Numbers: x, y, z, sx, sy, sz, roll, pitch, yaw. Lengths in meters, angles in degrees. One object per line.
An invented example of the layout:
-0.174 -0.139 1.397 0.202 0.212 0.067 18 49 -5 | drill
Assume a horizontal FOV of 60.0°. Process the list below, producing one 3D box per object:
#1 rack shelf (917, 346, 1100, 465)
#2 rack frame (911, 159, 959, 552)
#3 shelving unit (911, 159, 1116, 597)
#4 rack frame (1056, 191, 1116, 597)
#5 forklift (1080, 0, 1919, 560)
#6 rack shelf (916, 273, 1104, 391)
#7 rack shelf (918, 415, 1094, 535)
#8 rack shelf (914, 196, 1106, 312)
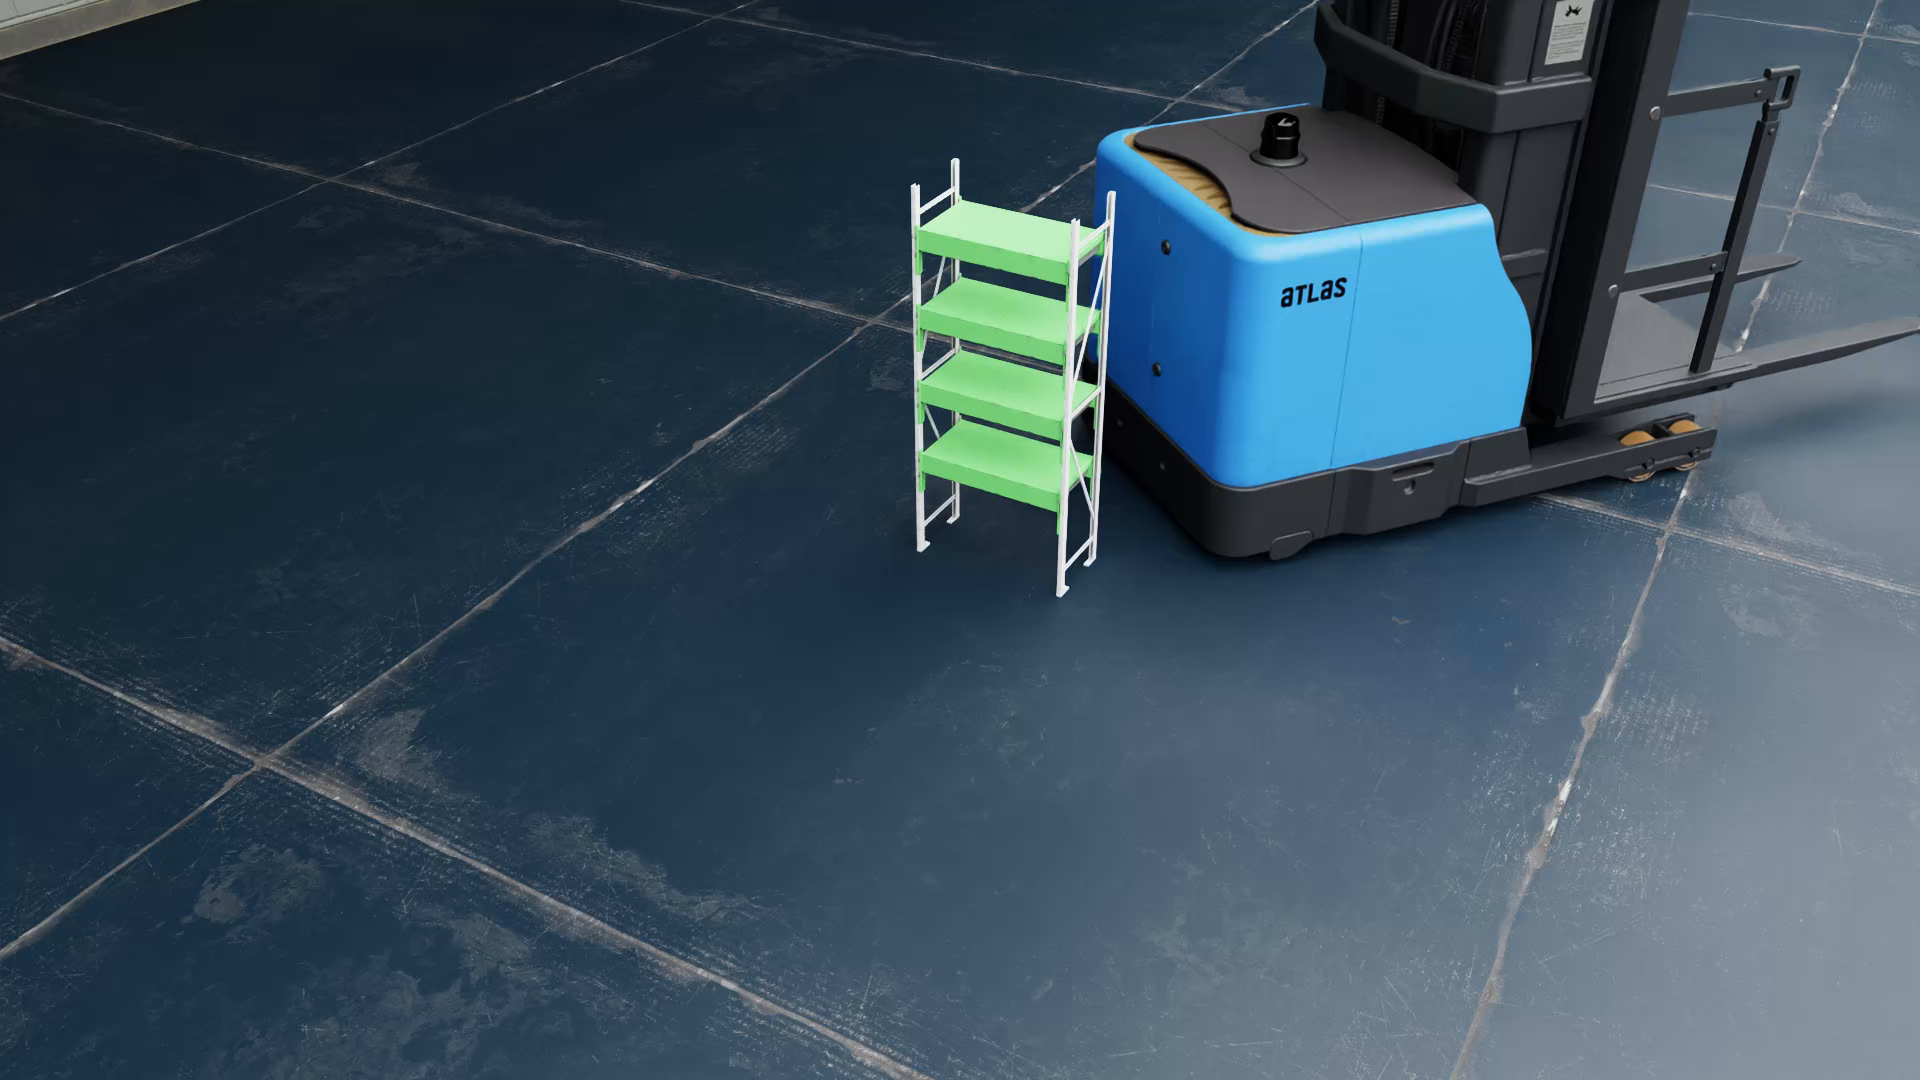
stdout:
0.144 -0.401 4.884 0.480 0.148 0.258 18 37 24 | rack shelf
-0.068 -0.521 4.950 0.015 1.200 0.240 18 37 24 | rack frame
0.144 -0.454 4.849 0.503 1.200 0.258 18 37 24 | shelving unit
0.356 -0.387 4.748 0.015 1.200 0.240 18 37 24 | rack frame
1.986 -1.673 5.117 3.031 2.935 1.130 -13 36 -18 | forklift
0.144 -0.600 4.751 0.480 0.148 0.258 18 37 24 | rack shelf
0.144 -0.201 5.018 0.480 0.148 0.258 18 37 24 | rack shelf
0.144 -0.800 4.618 0.480 0.148 0.258 18 37 24 | rack shelf
